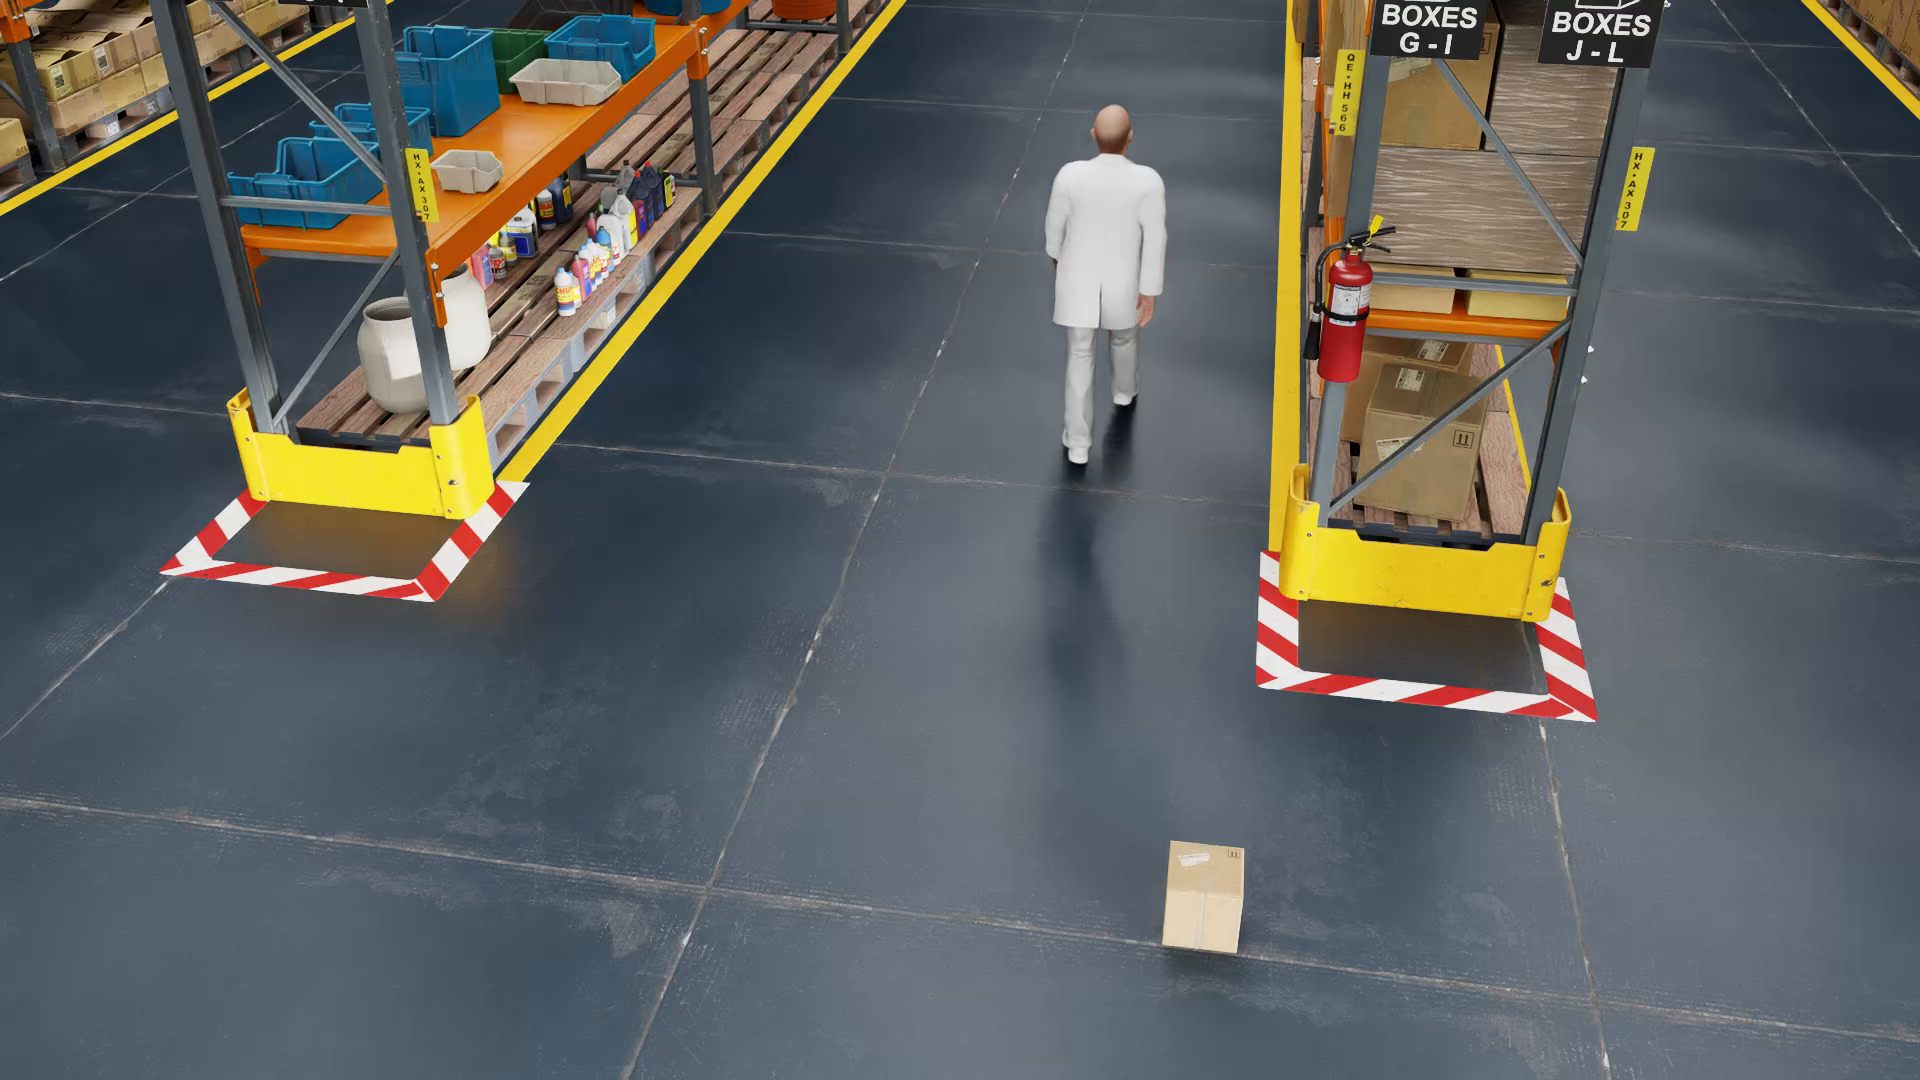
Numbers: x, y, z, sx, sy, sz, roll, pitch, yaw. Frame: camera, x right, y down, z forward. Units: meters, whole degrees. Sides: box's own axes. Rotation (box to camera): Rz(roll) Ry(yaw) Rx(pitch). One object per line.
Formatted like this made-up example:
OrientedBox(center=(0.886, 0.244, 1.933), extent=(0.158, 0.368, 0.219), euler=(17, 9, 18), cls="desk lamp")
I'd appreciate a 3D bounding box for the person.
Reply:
OrientedBox(center=(0.712, -1.358, 8.299), extent=(0.587, 1.738, 0.988), euler=(2, 32, 3), cls="person")
